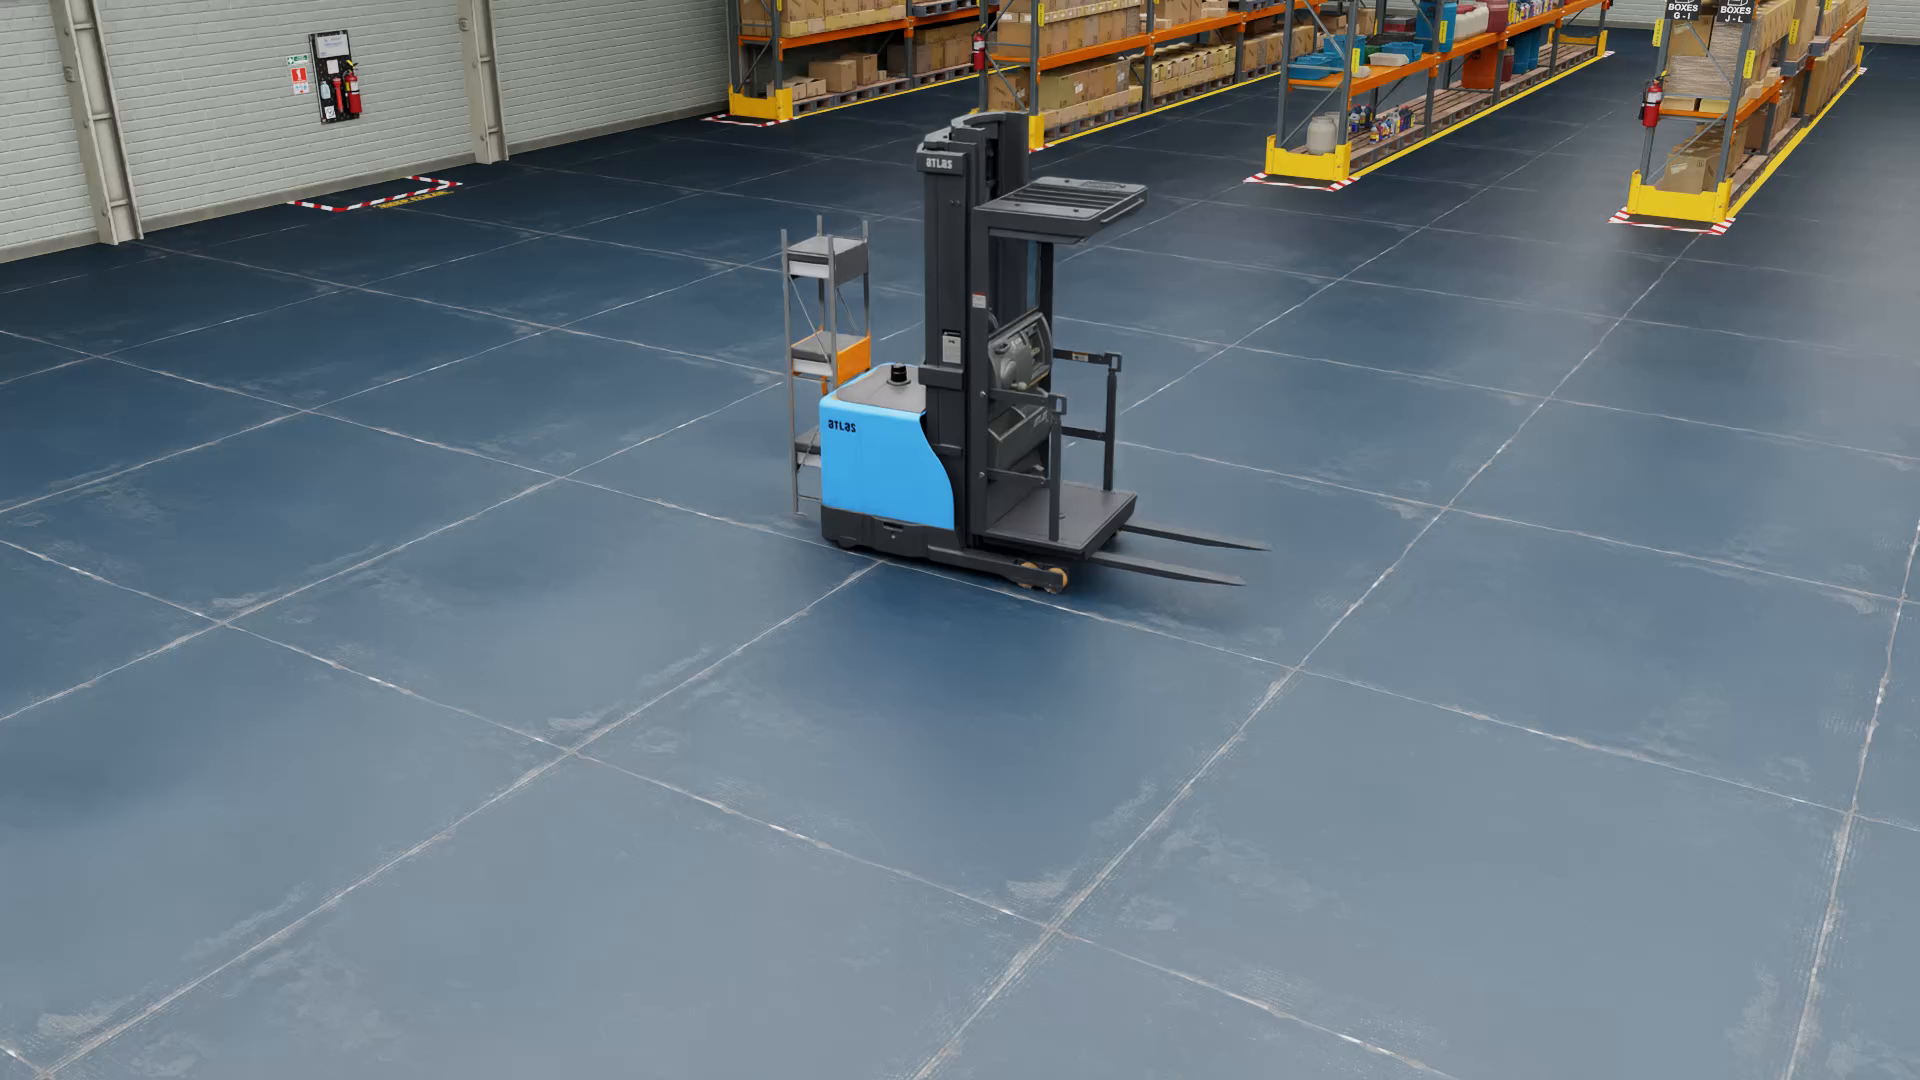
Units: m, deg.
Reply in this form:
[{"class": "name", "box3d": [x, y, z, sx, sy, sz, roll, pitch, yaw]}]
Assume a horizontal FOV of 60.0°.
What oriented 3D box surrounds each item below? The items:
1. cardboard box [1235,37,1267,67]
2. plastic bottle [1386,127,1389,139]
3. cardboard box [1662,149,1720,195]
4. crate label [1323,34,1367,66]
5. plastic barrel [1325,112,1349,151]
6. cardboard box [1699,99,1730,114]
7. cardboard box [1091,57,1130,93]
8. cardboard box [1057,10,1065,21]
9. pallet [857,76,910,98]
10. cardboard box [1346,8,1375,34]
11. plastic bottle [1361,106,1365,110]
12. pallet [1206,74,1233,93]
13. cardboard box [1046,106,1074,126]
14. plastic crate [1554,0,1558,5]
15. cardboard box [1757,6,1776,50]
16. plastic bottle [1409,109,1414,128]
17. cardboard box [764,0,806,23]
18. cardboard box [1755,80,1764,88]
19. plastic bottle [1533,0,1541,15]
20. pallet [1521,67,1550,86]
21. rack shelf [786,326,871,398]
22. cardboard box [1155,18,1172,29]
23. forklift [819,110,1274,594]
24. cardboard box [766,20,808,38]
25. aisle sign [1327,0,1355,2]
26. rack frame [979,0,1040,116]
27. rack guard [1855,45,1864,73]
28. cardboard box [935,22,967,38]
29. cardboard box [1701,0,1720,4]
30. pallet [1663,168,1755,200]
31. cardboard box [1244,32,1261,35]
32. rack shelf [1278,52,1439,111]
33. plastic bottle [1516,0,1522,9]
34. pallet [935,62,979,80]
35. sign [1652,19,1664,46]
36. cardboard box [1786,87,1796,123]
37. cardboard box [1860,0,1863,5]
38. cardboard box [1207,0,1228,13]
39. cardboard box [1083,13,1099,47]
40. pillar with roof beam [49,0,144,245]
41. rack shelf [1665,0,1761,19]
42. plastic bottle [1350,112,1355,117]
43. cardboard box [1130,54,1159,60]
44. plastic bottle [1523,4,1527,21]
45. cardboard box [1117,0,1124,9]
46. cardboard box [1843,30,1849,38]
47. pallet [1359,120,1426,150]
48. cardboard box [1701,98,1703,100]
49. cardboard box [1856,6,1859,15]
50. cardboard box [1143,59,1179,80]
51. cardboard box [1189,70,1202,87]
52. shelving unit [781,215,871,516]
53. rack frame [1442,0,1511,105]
[{"class": "cardboard box", "box3d": [5.728, -9.630, 32.812, 0.500, 0.500, 0.500, 13, 27, 27]}, {"class": "plastic bottle", "box3d": [6.467, -6.211, 25.291, 0.097, 0.201, 0.097, 0, 23, 0]}, {"class": "cardboard box", "box3d": [9.511, -4.779, 21.632, 0.500, 0.500, 0.500, 20, 30, 38]}, {"class": "crate label", "box3d": [5.701, -7.258, 24.696, 0.502, 0.435, 0.616, 14, 27, 29]}, {"class": "plastic barrel", "box3d": [5.506, -6.023, 24.489, 0.421, 0.512, 0.421, 0, 23, 0]}, {"class": "cardboard box", "box3d": [9.520, -5.457, 20.896, 0.380, 0.149, 0.250, 14, 27, 29]}, {"class": "cardboard box", "box3d": [2.531, -7.860, 28.119, 0.500, 0.500, 0.500, 14, 27, 29]}, {"class": "cardboard box", "box3d": [1.413, -8.208, 25.992, 0.380, 0.149, 0.250, 14, 27, 29]}, {"class": "pallet", "box3d": [-1.671, -8.477, 31.065, 1.003, 0.211, 1.213, 14, 27, 29]}, {"class": "cardboard box", "box3d": [9.116, -11.823, 37.878, 0.500, 0.500, 0.500, 14, 27, 29]}, {"class": "plastic bottle", "box3d": [6.382, -6.736, 26.408, 0.152, 0.276, 0.135, 15, 28, 31]}, {"class": "pallet", "box3d": [4.506, -8.754, 31.706, 1.003, 0.211, 1.213, 14, 27, 29]}, {"class": "cardboard box", "box3d": [1.486, -6.838, 26.703, 0.500, 0.250, 0.500, 14, 27, 29]}, {"class": "plastic crate", "box3d": [11.657, -10.648, 32.827, 0.396, 0.136, 0.243, 14, 27, 29]}, {"class": "cardboard box", "box3d": [10.221, -6.632, 21.536, 0.500, 0.500, 0.500, 14, 27, 29]}, {"class": "plastic bottle", "box3d": [7.096, -6.638, 26.173, 0.061, 0.283, 0.133, 15, 28, 32]}, {"class": "cardboard box", "box3d": [-2.950, -9.023, 28.037, 0.500, 0.500, 0.500, 14, 27, 29]}, {"class": "cardboard box", "box3d": [10.610, -6.124, 22.436, 0.380, 0.149, 0.250, 14, 27, 29]}, {"class": "plastic bottle", "box3d": [10.827, -10.018, 31.271, 0.152, 0.276, 0.135, 14, 27, 29]}, {"class": "pallet", "box3d": [10.847, -9.083, 32.466, 1.003, 0.211, 1.213, 14, 27, 29]}, {"class": "rack shelf", "box3d": [-0.934, -1.201, 11.915, 0.431, 0.518, 0.480, 11, 26, 23]}, {"class": "cardboard box", "box3d": [3.505, -9.094, 29.298, 0.380, 0.149, 0.250, 14, 27, 29]}, {"class": "forklift", "box3d": [0.584, -1.234, 10.912, 3.031, 2.935, 1.130, 11, 26, 23]}, {"class": "cardboard box", "box3d": [-2.930, -8.679, 28.186, 0.500, 0.250, 0.500, 13, 27, 27]}, {"class": "aisle sign", "box3d": [5.171, -7.671, 22.423, 0.394, 0.787, 0.004, 14, 27, 29]}, {"class": "rack frame", "box3d": [0.754, -7.603, 25.538, 1.000, 3.000, 0.127, 14, 27, 29]}, {"class": "rack guard", "box3d": [17.620, -9.787, 33.729, 1.175, 0.500, 0.348, 14, 27, 29]}, {"class": "cardboard box", "box3d": [-0.193, -10.131, 33.026, 0.500, 0.250, 0.500, 14, 27, 29]}, {"class": "cardboard box", "box3d": [10.043, -6.910, 22.178, 0.500, 0.500, 0.500, 14, 27, 29]}, {"class": "pallet", "box3d": [10.311, -4.949, 22.917, 1.003, 0.211, 1.213, 14, 27, 29]}, {"class": "cardboard box", "box3d": [5.812, -10.076, 33.843, 0.500, 0.500, 0.500, 13, 26, 27]}, {"class": "rack shelf", "box3d": [6.015, -6.909, 24.840, 1.077, 0.370, 4.000, 14, 27, 29]}, {"class": "plastic bottle", "box3d": [10.302, -9.828, 30.738, 0.144, 0.351, 0.185, 14, 27, 29]}, {"class": "pallet", "box3d": [-0.295, -9.387, 33.168, 1.003, 0.211, 1.213, 14, 27, 29]}, {"class": "sign", "box3d": [8.707, -6.326, 20.731, 0.100, 0.325, 0.005, 14, 27, 29]}, {"class": "cardboard box", "box3d": [13.051, -7.051, 26.854, 0.700, 0.500, 0.500, 12, 26, 26]}, {"class": "cardboard box", "box3d": [17.041, -10.432, 31.886, 0.500, 0.250, 0.500, 13, 27, 27]}, {"class": "cardboard box", "box3d": [4.744, -10.149, 31.530, 0.500, 0.311, 0.500, 16, 28, 32]}, {"class": "cardboard box", "box3d": [1.825, -8.327, 27.084, 0.700, 0.500, 0.500, 15, 27, 31]}, {"class": "pillar with roof beam", "box3d": [-6.495, -6.859, 16.266, 9.100, 9.000, 0.400, 14, 27, 29]}, {"class": "rack shelf", "box3d": [10.223, -7.248, 21.846, 1.077, 0.370, 4.000, 14, 27, 29]}, {"class": "plastic bottle", "box3d": [6.146, -6.557, 26.002, 0.097, 0.271, 0.097, 0, 23, 0]}, {"class": "cardboard box", "box3d": [3.368, -8.683, 30.259, 0.500, 0.311, 0.500, 14, 27, 29]}, {"class": "plastic bottle", "box3d": [10.331, -9.669, 30.457, 0.061, 0.283, 0.133, 14, 27, 29]}, {"class": "cardboard box", "box3d": [2.496, -8.900, 27.590, 0.380, 0.149, 0.250, 14, 27, 29]}, {"class": "cardboard box", "box3d": [15.914, -9.000, 30.910, 0.875, 0.875, 0.875, 14, 27, 29]}, {"class": "pallet", "box3d": [6.680, -6.417, 26.306, 1.003, 0.211, 1.213, 14, 27, 29]}, {"class": "cardboard box", "box3d": [9.508, -5.811, 21.714, 0.380, 0.149, 0.250, 14, 27, 29]}, {"class": "cardboard box", "box3d": [16.757, -10.018, 31.431, 0.380, 0.149, 0.250, 13, 27, 27]}, {"class": "cardboard box", "box3d": [3.562, -8.397, 29.597, 0.500, 0.311, 0.500, 14, 27, 28]}, {"class": "cardboard box", "box3d": [4.098, -8.488, 30.513, 0.500, 0.250, 0.500, 14, 27, 30]}, {"class": "shelving unit", "box3d": [-0.934, -1.213, 11.909, 0.431, 2.100, 0.503, 11, 26, 23]}, {"class": "rack frame", "box3d": [9.180, -9.264, 29.374, 1.000, 3.000, 0.127, 14, 27, 29]}]
